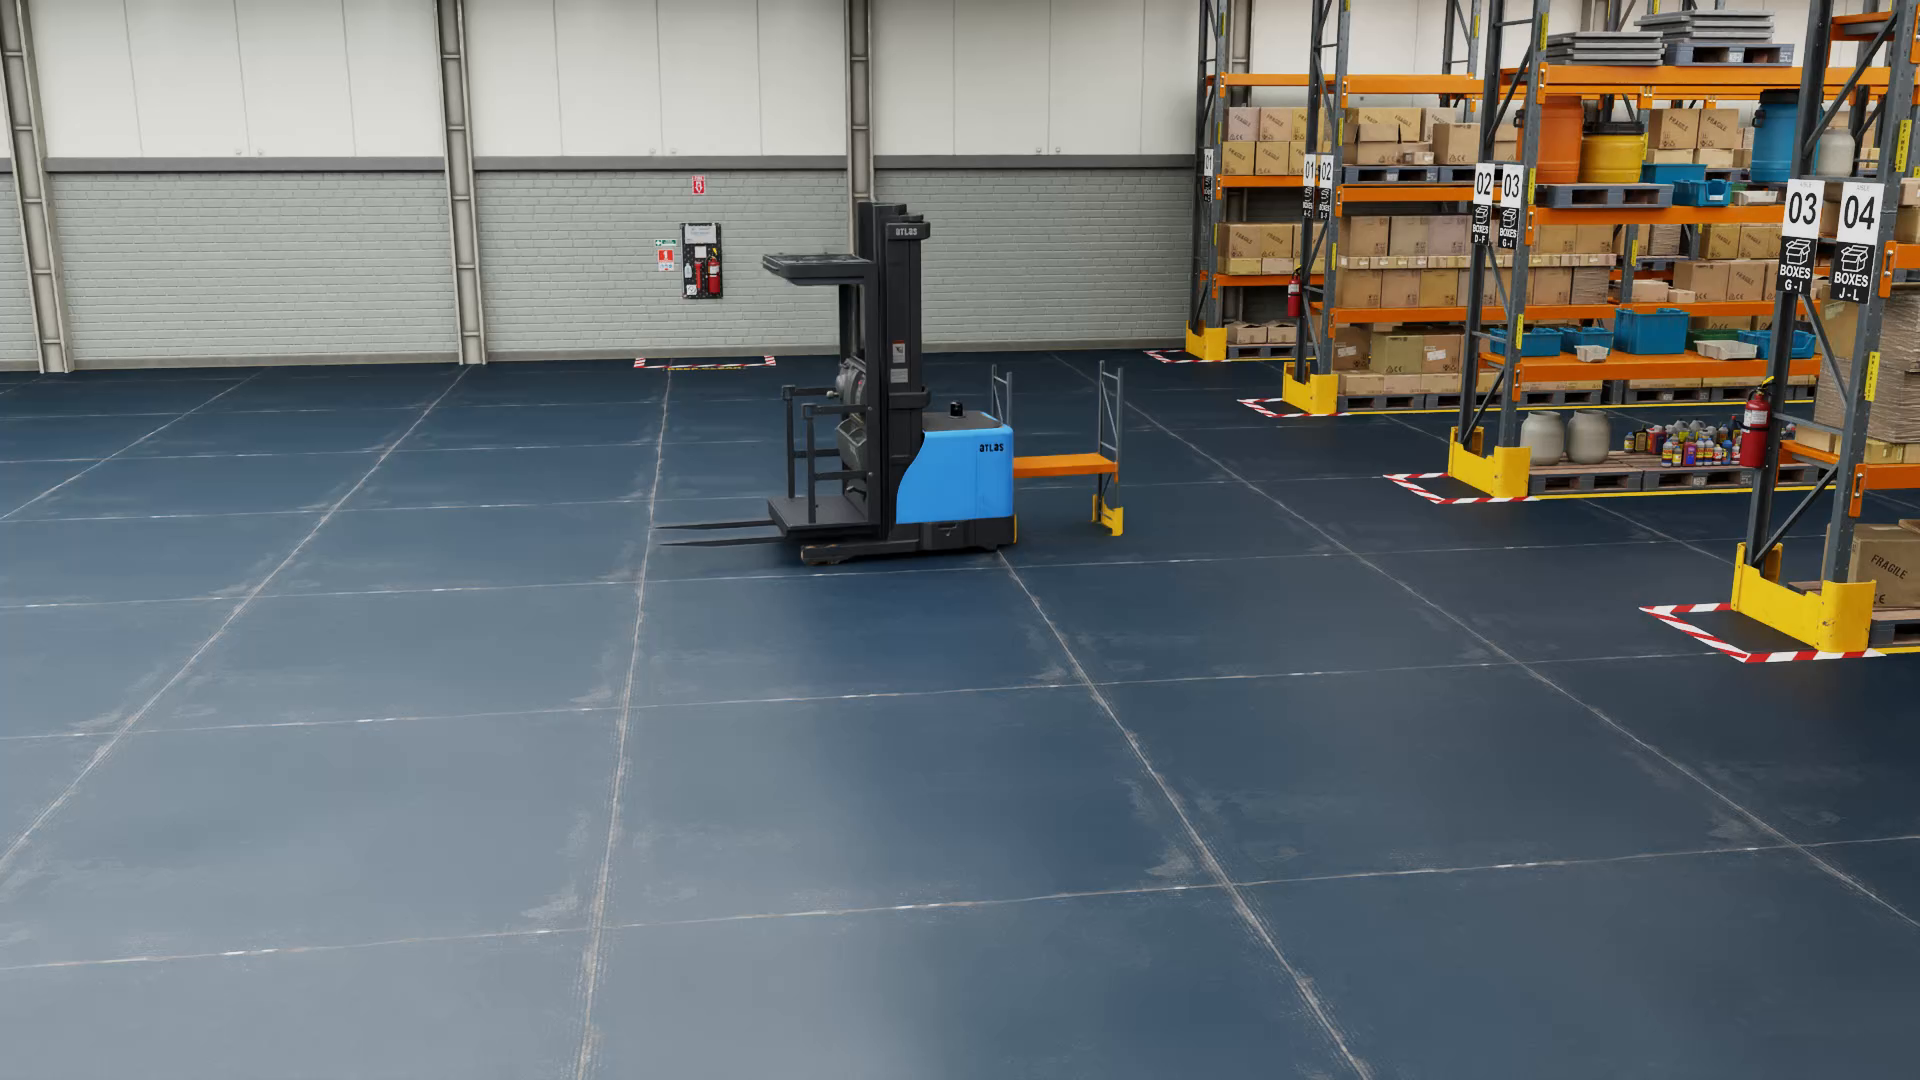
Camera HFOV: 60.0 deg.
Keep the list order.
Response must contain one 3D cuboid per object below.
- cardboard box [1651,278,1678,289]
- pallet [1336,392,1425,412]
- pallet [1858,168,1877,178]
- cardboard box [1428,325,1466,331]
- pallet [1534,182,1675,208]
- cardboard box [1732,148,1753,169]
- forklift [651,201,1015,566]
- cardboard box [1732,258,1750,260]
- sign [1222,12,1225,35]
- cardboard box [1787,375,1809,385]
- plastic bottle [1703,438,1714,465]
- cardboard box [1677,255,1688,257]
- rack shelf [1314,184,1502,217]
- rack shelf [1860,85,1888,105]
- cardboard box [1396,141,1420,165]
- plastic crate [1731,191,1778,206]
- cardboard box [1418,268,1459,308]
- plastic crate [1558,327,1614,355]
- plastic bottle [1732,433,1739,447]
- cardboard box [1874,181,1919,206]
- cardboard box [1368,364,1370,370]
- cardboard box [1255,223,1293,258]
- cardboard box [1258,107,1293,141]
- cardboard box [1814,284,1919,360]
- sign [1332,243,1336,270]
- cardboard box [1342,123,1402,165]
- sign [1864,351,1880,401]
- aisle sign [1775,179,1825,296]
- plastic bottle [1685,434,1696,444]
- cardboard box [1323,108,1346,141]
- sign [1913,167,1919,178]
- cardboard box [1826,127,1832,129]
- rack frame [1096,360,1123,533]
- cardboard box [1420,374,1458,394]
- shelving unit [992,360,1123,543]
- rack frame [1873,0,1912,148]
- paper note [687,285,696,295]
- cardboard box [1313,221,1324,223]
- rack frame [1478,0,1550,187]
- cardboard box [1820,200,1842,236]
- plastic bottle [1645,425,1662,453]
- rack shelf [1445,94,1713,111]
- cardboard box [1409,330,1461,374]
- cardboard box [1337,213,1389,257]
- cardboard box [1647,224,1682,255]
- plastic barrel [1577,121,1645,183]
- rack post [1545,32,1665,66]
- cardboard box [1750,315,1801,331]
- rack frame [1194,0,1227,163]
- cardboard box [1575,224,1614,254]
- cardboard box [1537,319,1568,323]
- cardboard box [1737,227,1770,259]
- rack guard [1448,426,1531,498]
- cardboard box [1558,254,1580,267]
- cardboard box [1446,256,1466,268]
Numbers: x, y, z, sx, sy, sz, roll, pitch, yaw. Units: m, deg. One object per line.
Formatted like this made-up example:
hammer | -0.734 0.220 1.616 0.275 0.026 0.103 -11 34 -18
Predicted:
cardboard box | 9.360 -3.348 22.180 0.258 0.266 0.396 -2 14 -10
pallet | 5.313 -1.877 21.773 1.213 0.211 1.003 -2 14 -8
pallet | 11.816 -4.799 21.913 1.003 0.211 1.213 -1 14 -6
cardboard box | 6.530 -2.574 22.067 0.500 0.500 0.500 -2 14 -8
pallet | 6.130 -3.370 16.215 1.213 0.211 1.003 -2 14 -8
cardboard box | 10.418 -4.977 21.681 0.500 0.250 0.500 -3 14 -13
forklift | -1.106 -1.347 14.069 3.031 2.935 1.130 -4 15 -15
cardboard box | 12.618 -4.514 27.028 0.250 0.149 0.380 -2 14 -7
sign | 3.902 -7.654 24.660 0.005 0.325 0.100 -2 14 -8
cardboard box | 10.983 -2.237 22.264 0.500 0.250 0.500 -2 14 -7
plastic bottle | 7.574 -0.897 16.837 0.097 0.271 0.097 0 14 0
cardboard box | 12.016 -4.634 27.510 0.250 0.149 0.380 -2 14 -7
rack shelf | 6.541 -4.370 21.294 4.000 0.370 1.077 -2 14 -8
rack shelf | 11.230 -4.585 16.805 4.000 0.370 1.077 -2 14 -8
cardboard box | 6.812 -5.948 25.861 0.500 0.500 0.500 -3 14 -13
plastic crate | 7.726 -3.317 16.157 0.396 0.136 0.243 -2 14 -8
cardboard box | 6.037 -3.291 21.472 0.500 0.500 0.700 -2 14 -8
plastic crate | 6.390 -2.040 16.997 0.408 0.251 0.499 -2 14 -8
plastic bottle | 7.972 -0.950 17.025 0.133 0.283 0.061 -2 14 -8
cardboard box | 6.342 -2.339 11.204 0.250 0.149 0.380 -2 14 -9
cardboard box | 5.542 -2.173 22.011 0.500 0.250 0.500 -2 14 -8
cardboard box | 4.828 -4.644 25.801 0.500 0.500 0.500 -2 14 -8
cardboard box | 4.742 -6.343 25.379 0.500 0.500 0.500 -2 14 -9
cardboard box | 6.542 -1.566 11.927 0.500 0.500 0.500 -2 14 -8
sign | 4.640 -3.516 20.635 0.005 0.325 0.100 -2 14 -8
cardboard box | 5.132 -4.988 20.916 0.637 0.503 0.797 -1 14 -4
sign | 6.116 -1.098 11.155 0.005 0.325 0.100 -2 14 -8
aisle sign | 5.929 -2.140 11.743 0.004 0.787 0.394 -2 14 -8
plastic bottle | 7.663 -1.015 17.452 0.097 0.201 0.097 0 14 0
cardboard box | 5.736 -6.511 26.050 0.500 0.500 0.500 -2 14 -8
sign | 9.324 -3.472 16.214 0.005 0.325 0.100 -2 14 -8
cardboard box | 13.755 -6.491 27.162 0.500 0.500 0.700 -2 14 -8
rack frame | 1.344 -0.836 14.973 0.032 1.500 0.500 -4 15 -15
cardboard box | 6.115 -2.065 21.578 0.500 0.250 0.500 -2 14 -8
shelving unit | 0.863 -0.804 14.844 1.083 1.500 0.587 -4 15 -15
rack frame | 12.474 -6.392 21.709 0.127 3.000 1.000 -2 14 -8
paper note | -4.183 -3.902 25.925 0.142 0.148 0.016 -2 14 -8
cardboard box | 5.763 -4.806 26.445 0.500 0.500 0.500 -2 14 -8
rack frame | 5.297 -4.910 15.801 0.127 3.000 1.000 -2 14 -8
cardboard box | 6.474 -2.270 11.747 0.500 0.250 0.500 -2 14 -7
plastic bottle | 7.301 -1.067 17.505 0.135 0.276 0.152 -2 14 -8
rack shelf | 9.754 -6.968 26.307 4.000 0.370 1.077 -2 14 -8
cardboard box | 6.113 -2.431 21.498 0.500 0.500 0.500 -2 14 -8
cardboard box | 5.079 -3.885 21.176 0.500 0.500 0.700 -2 14 -8
cardboard box | 11.269 -4.916 27.046 0.500 0.500 0.700 -4 15 -15
plastic barrel | 6.405 -3.822 16.379 0.600 0.588 0.600 0 14 0
rack post | 6.064 -4.664 15.849 0.954 0.300 0.937 -1 14 -2
cardboard box | 13.346 -3.859 27.501 0.750 0.750 0.750 -2 14 -9
rack frame | 3.821 -7.293 25.304 0.127 3.000 1.000 -2 14 -8
cardboard box | 8.080 -3.997 21.621 0.500 0.500 0.700 -2 14 -8
cardboard box | 9.516 -3.599 27.142 0.500 0.500 0.700 -2 14 -8
cardboard box | 12.770 -4.848 27.030 0.500 0.500 0.500 -2 14 -6
rack guard | 5.365 -0.802 16.891 0.348 0.500 1.175 -2 14 -8
cardboard box | 7.778 -3.620 21.451 0.250 0.149 0.380 -3 14 -10
cardboard box | 6.256 -3.565 21.230 0.250 0.149 0.380 -2 14 -9
